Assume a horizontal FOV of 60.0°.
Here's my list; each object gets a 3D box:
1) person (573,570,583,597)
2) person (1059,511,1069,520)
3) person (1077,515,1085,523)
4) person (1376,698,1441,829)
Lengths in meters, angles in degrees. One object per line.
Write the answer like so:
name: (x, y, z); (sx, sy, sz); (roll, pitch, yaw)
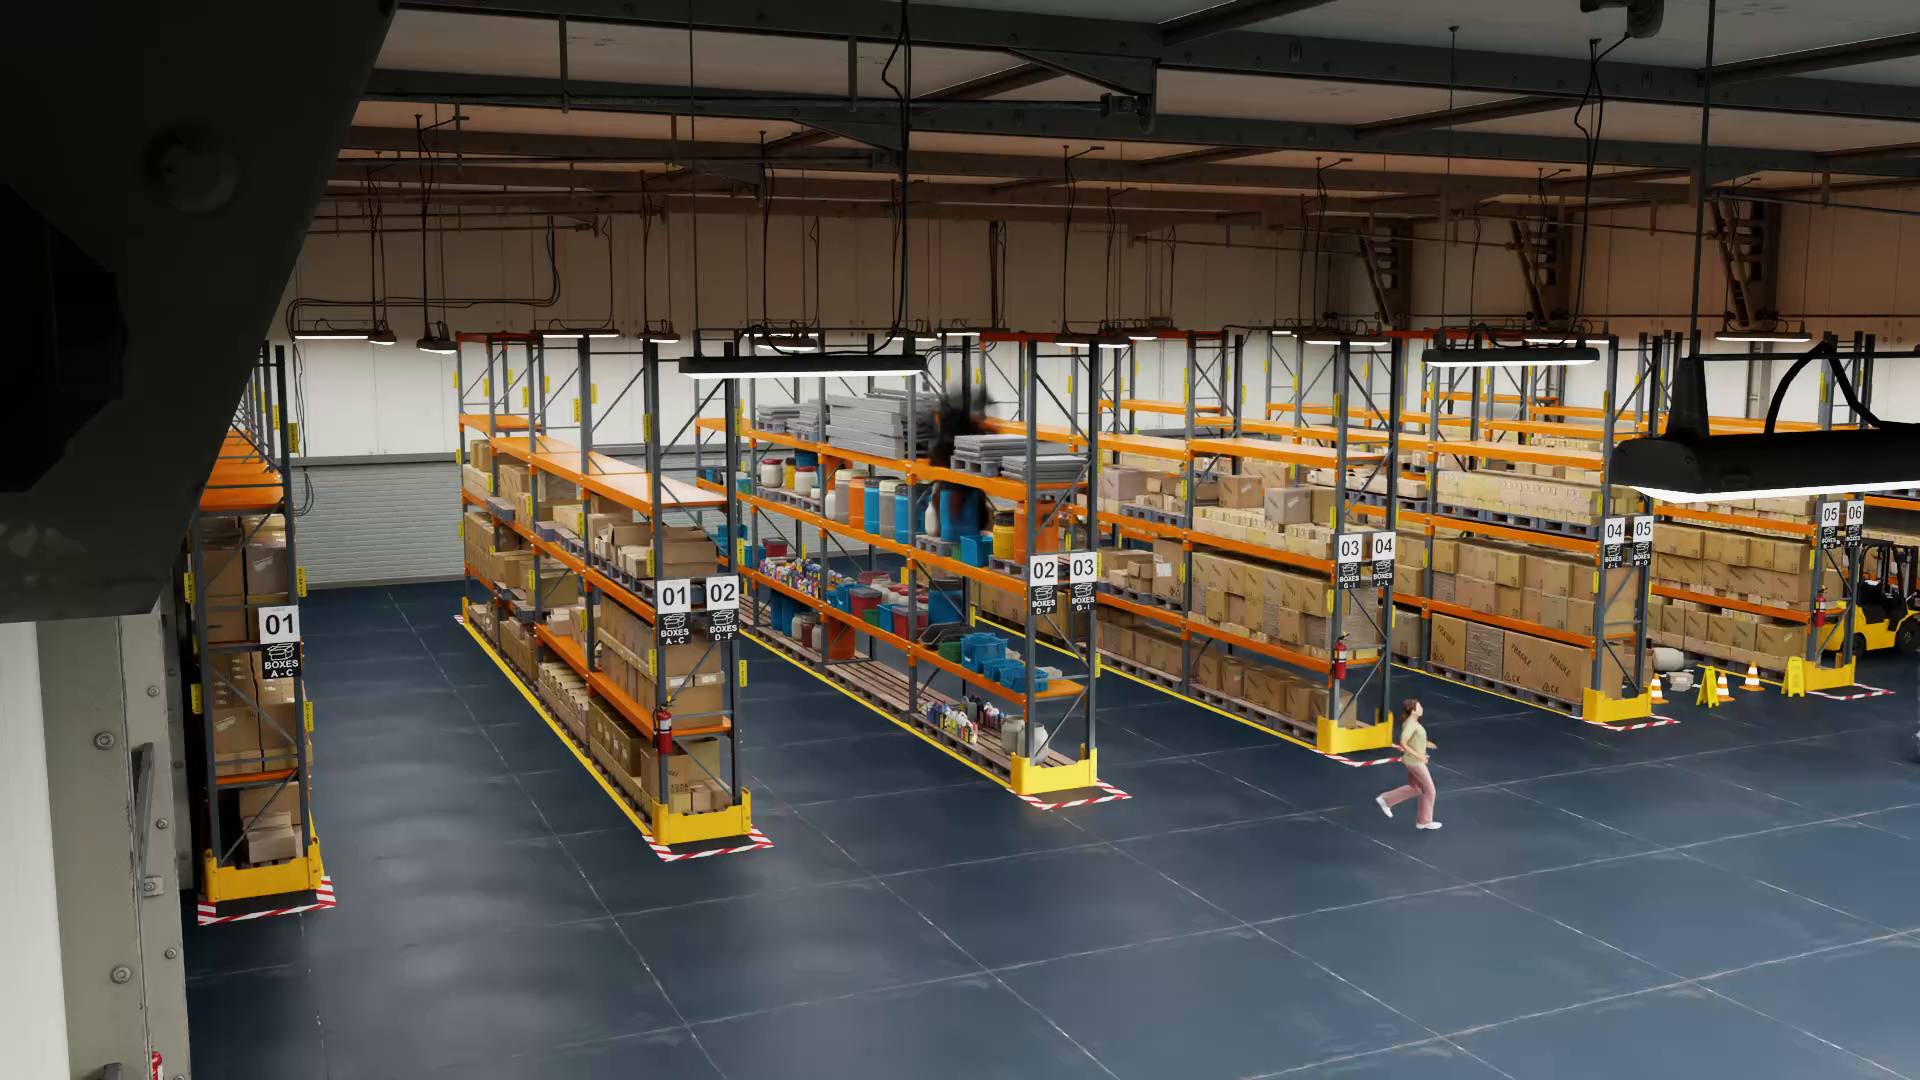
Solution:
person: (-8.132, 0.698, 35.401); (0.674, 1.719, 0.692); (6, 10, 38)
person: (2.527, -0.011, 40.826); (0.703, 1.724, 0.575); (3, 8, 22)
person: (2.748, 0.280, 38.578); (0.730, 1.740, 0.665); (-2, 8, -15)
person: (5.602, 2.760, 20.560); (0.739, 1.634, 0.588); (1, 8, 9)
